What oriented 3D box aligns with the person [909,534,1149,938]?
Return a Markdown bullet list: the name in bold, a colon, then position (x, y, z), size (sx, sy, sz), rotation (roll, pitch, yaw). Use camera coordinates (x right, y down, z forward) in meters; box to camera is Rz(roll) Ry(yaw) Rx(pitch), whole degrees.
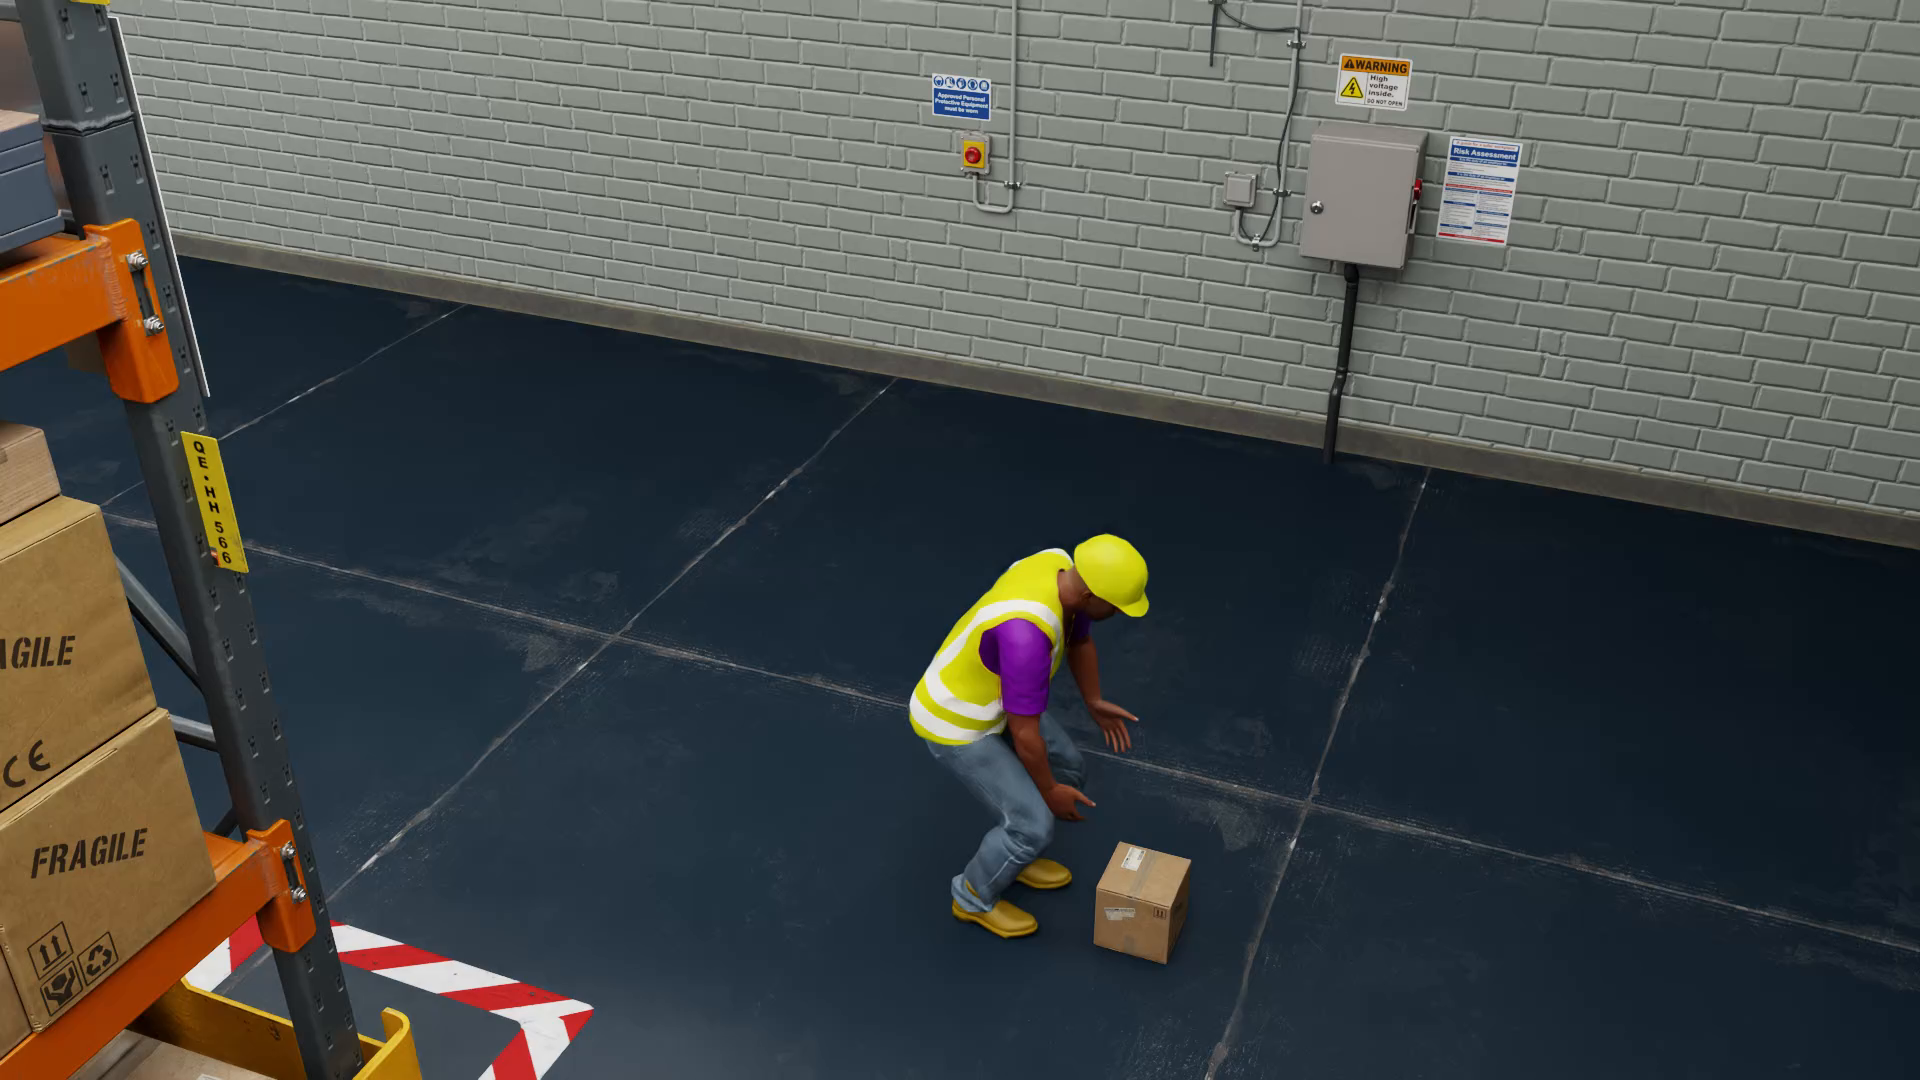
- **person**: position (0.224, 0.583, 5.383), size (0.728, 1.461, 0.630), rotation (11, 31, 19)
